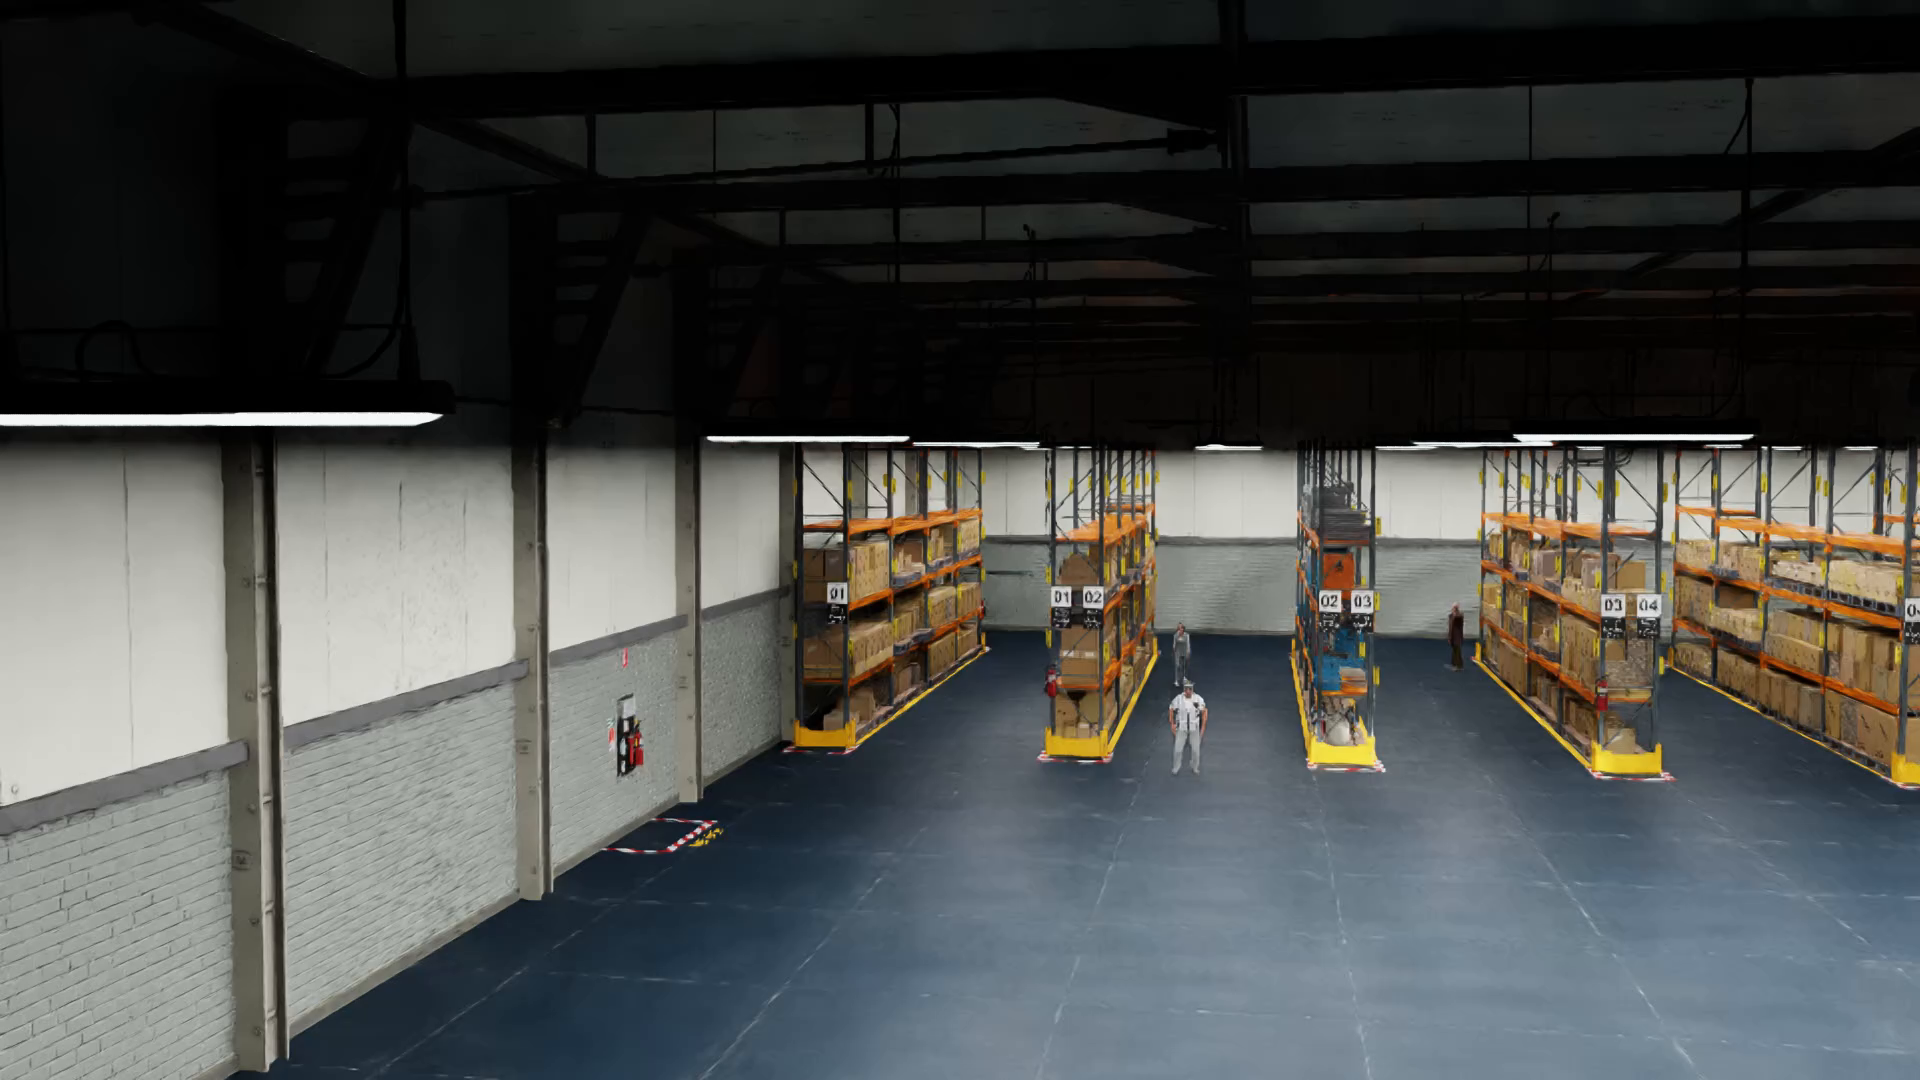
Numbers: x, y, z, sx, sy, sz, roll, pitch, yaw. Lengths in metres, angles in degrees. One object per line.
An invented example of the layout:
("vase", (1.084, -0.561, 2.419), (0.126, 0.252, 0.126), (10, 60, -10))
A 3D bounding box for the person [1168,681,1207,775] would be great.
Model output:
("person", (4.031, 3.313, 29.430), (0.682, 1.711, 0.542), (0, 3, 7))

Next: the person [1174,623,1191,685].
("person", (5.465, 2.788, 40.930), (0.417, 1.525, 1.034), (0, 3, 9))

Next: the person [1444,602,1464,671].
("person", (12.945, 2.511, 43.561), (0.615, 1.776, 0.677), (2, 4, 38))
